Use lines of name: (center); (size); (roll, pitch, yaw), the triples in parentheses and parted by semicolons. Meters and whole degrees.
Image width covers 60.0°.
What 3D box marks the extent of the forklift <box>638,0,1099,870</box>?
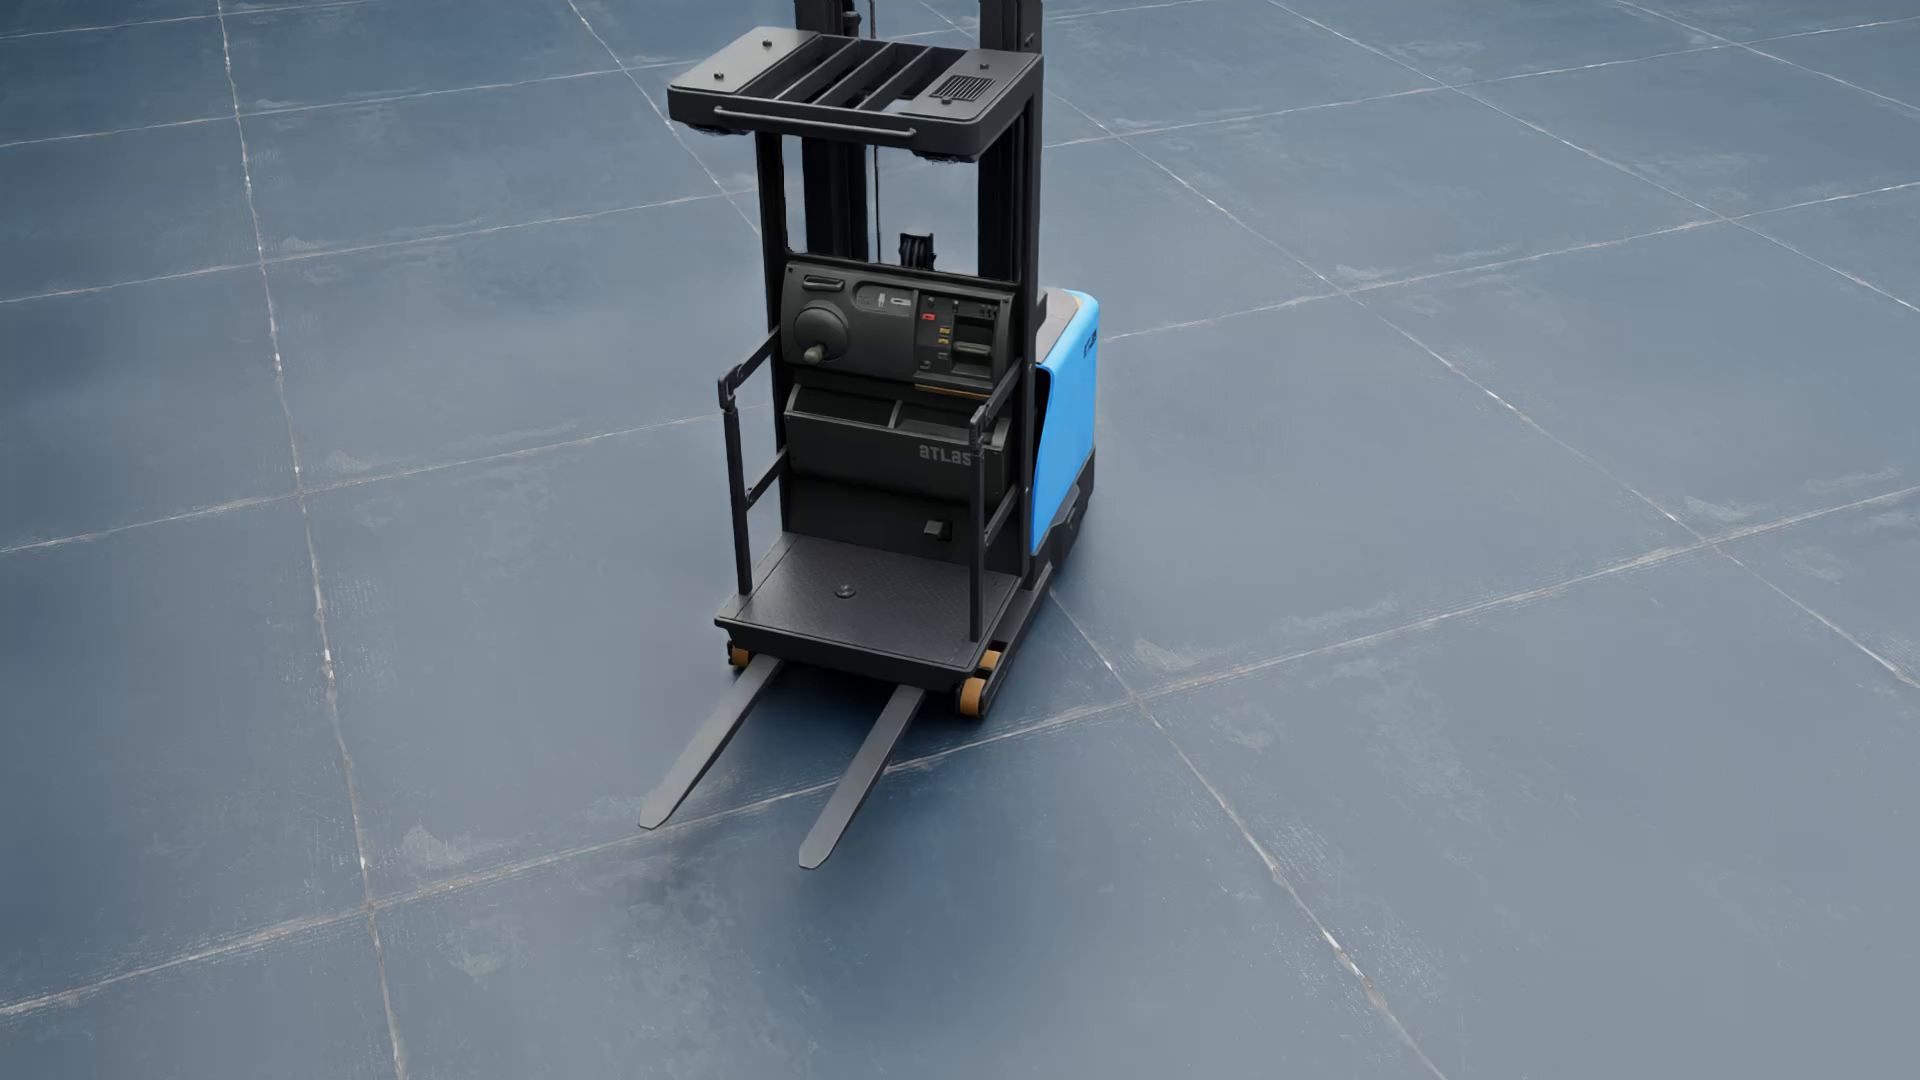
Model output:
forklift: (-0.319, -0.766, 6.240); (1.130, 2.935, 3.031); (11, 35, 16)
